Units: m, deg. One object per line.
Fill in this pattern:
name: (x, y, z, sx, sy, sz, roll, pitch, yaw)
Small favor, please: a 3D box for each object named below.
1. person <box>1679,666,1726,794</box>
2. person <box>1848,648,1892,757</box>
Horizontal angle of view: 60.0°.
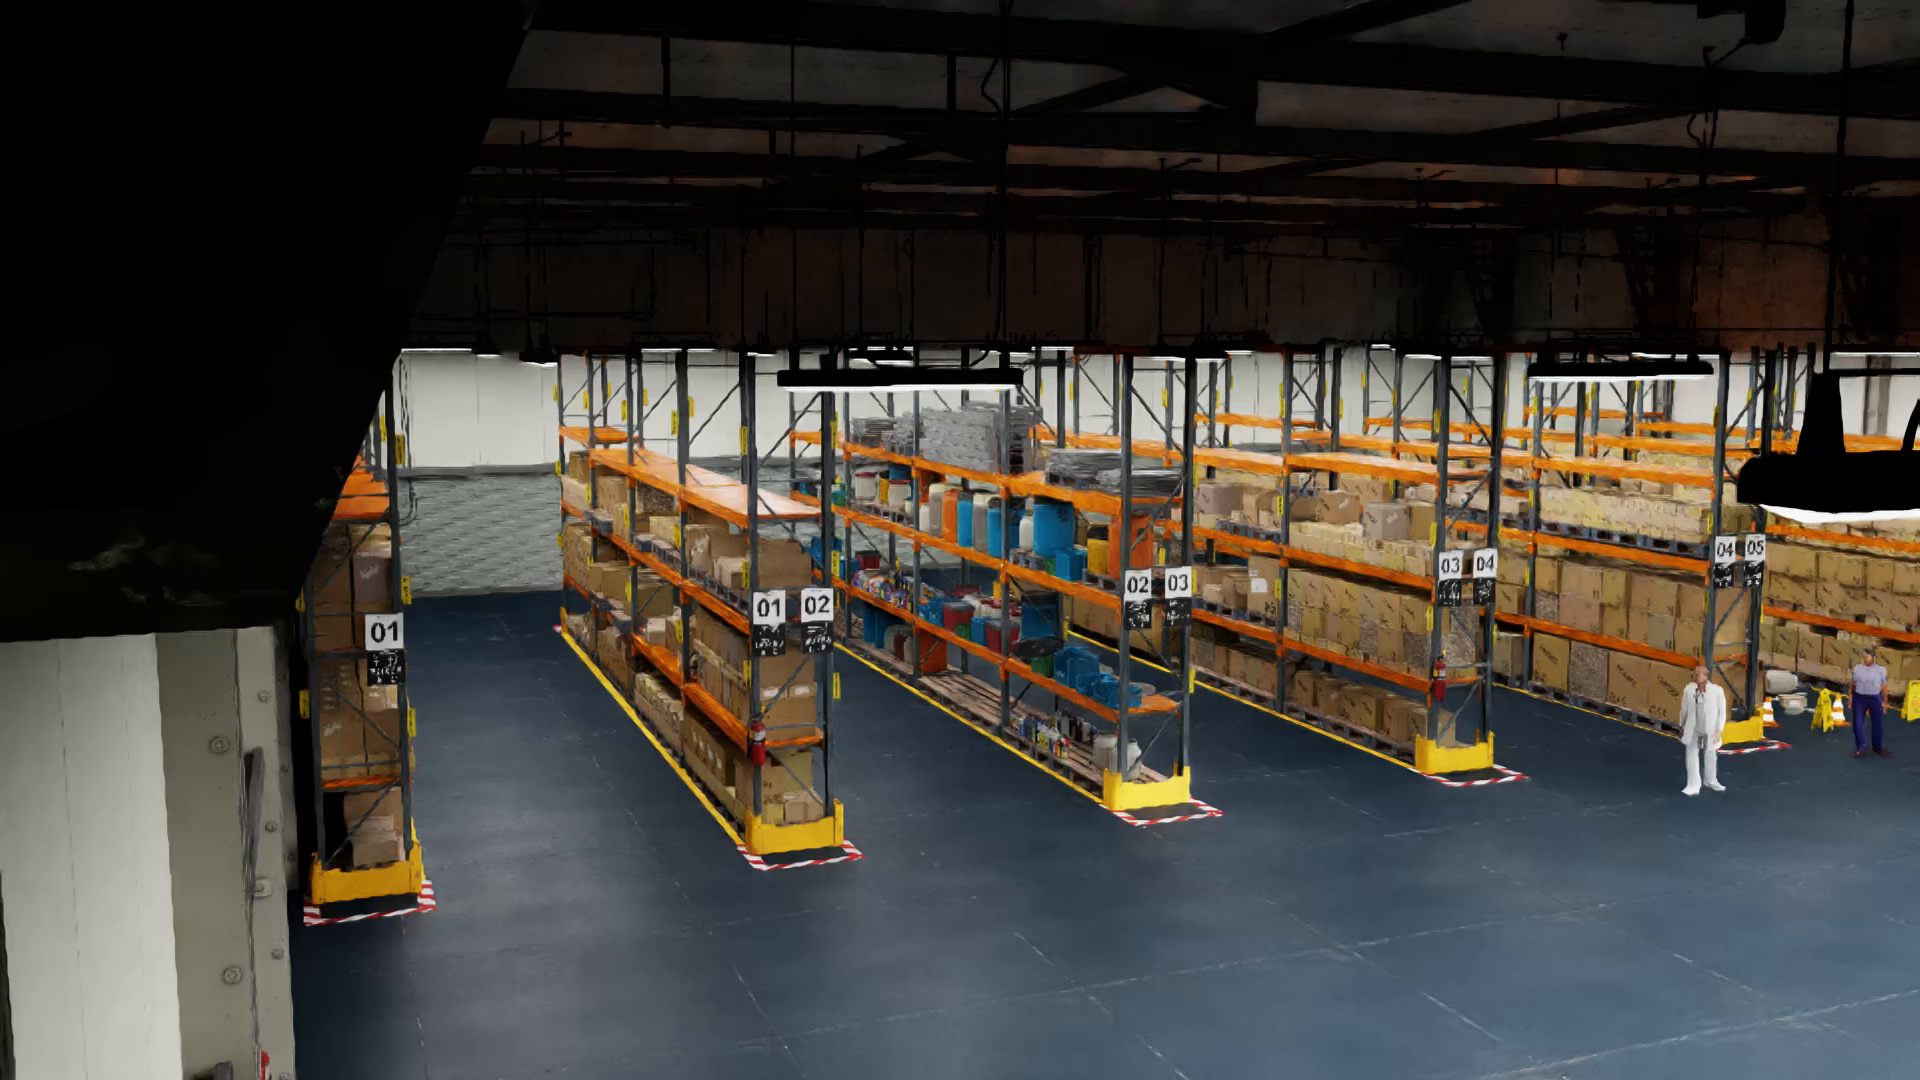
person: (10.153, 2.580, 22.730, 0.618, 1.770, 0.674, 5, 9, 35)
person: (13.534, 2.414, 24.710, 0.597, 1.609, 0.538, 6, 10, 40)
